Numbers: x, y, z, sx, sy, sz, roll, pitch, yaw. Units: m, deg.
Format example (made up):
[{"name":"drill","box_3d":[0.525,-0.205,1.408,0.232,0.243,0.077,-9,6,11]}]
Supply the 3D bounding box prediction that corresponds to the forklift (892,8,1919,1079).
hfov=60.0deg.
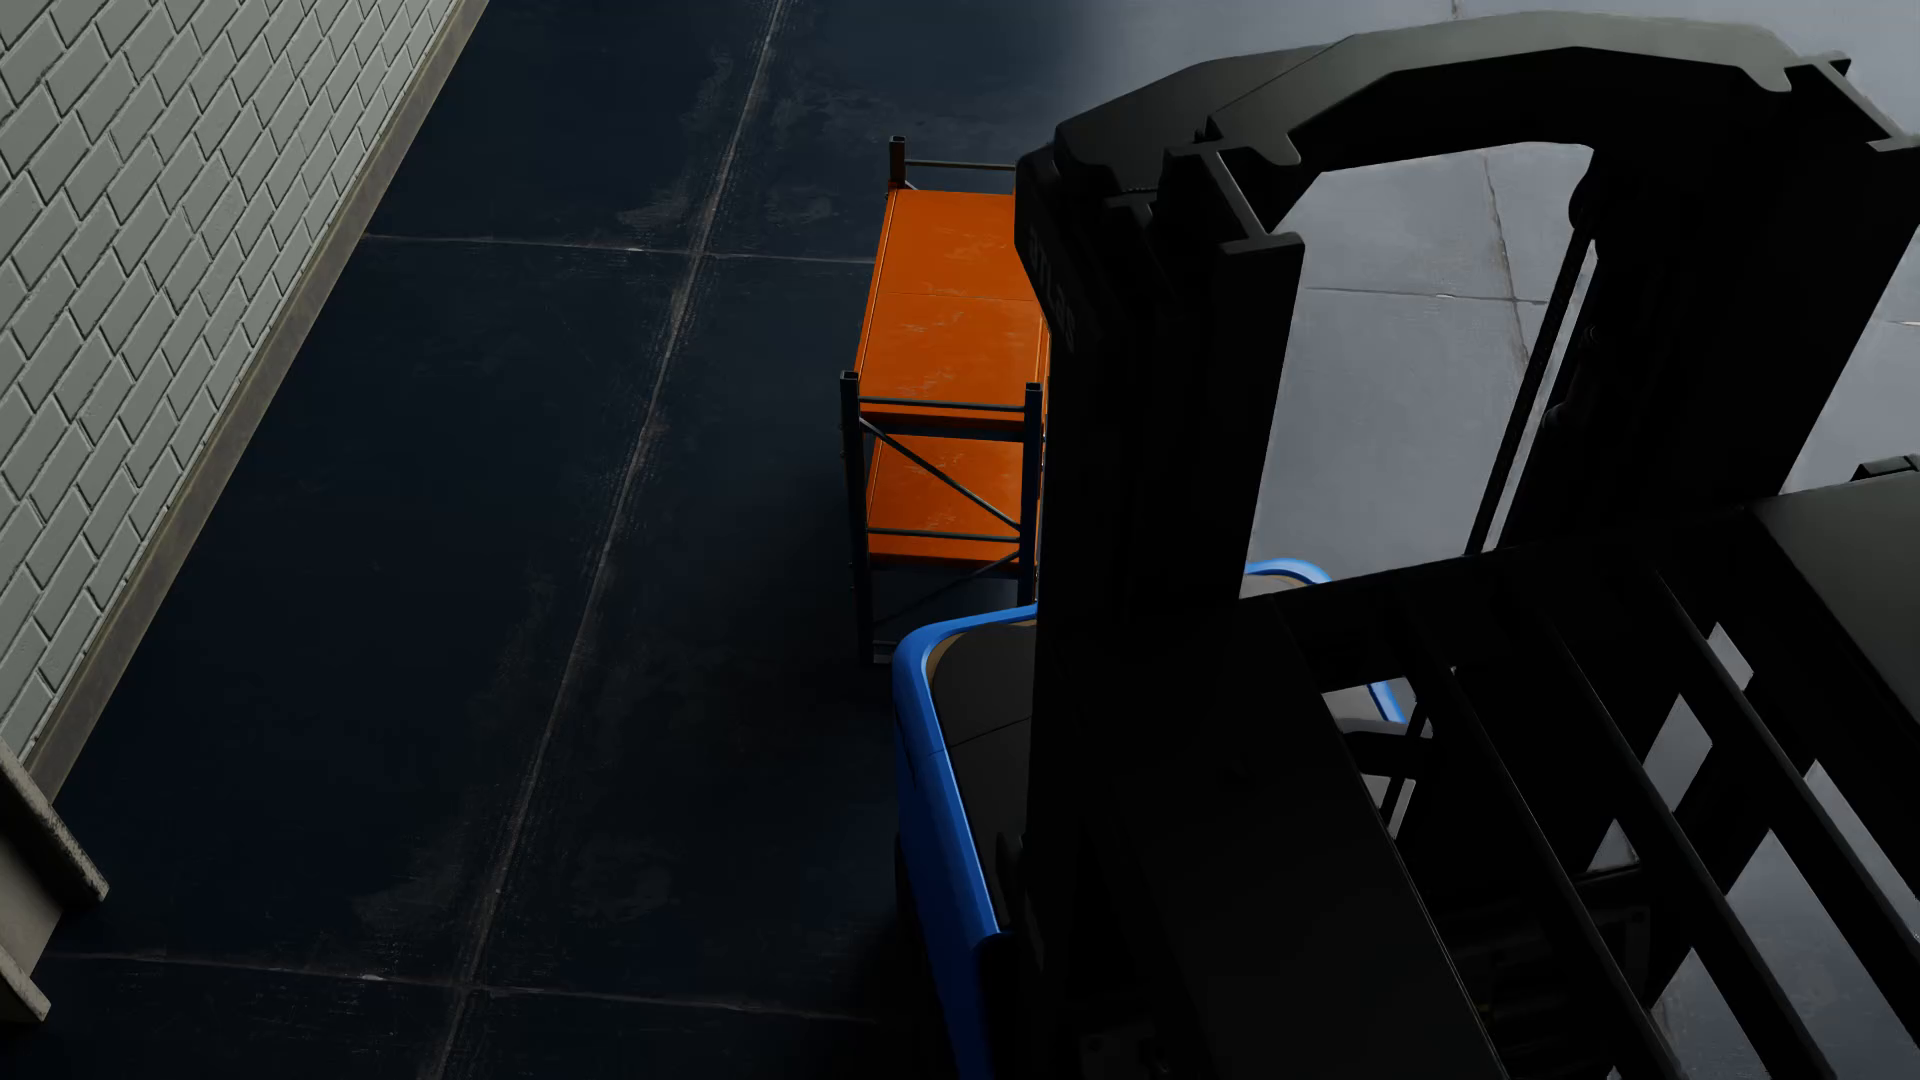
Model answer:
[{"name":"forklift","box_3d":[0.684,0.904,2.437,1.130,2.935,3.031,-10,48,-9]}]

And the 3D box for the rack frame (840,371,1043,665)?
[{"name":"rack frame","box_3d":[-0.046,-0.011,4.498,0.500,1.125,0.032,4,48,4]}]

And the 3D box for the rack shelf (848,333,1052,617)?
[{"name":"rack shelf","box_3d":[0.001,-0.220,5.020,0.538,0.278,1.000,4,48,4]}]

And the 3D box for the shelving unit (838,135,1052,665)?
[{"name":"shelving unit","box_3d":[0.001,-0.385,4.839,0.538,1.125,1.048,4,48,4]}]

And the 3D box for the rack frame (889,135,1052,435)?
[{"name":"rack frame","box_3d":[0.047,-0.758,5.181,0.500,1.125,0.032,4,48,4]}]

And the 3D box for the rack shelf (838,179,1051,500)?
[{"name":"rack shelf","box_3d":[0.001,-0.582,4.623,0.538,0.278,1.000,4,48,4]}]
